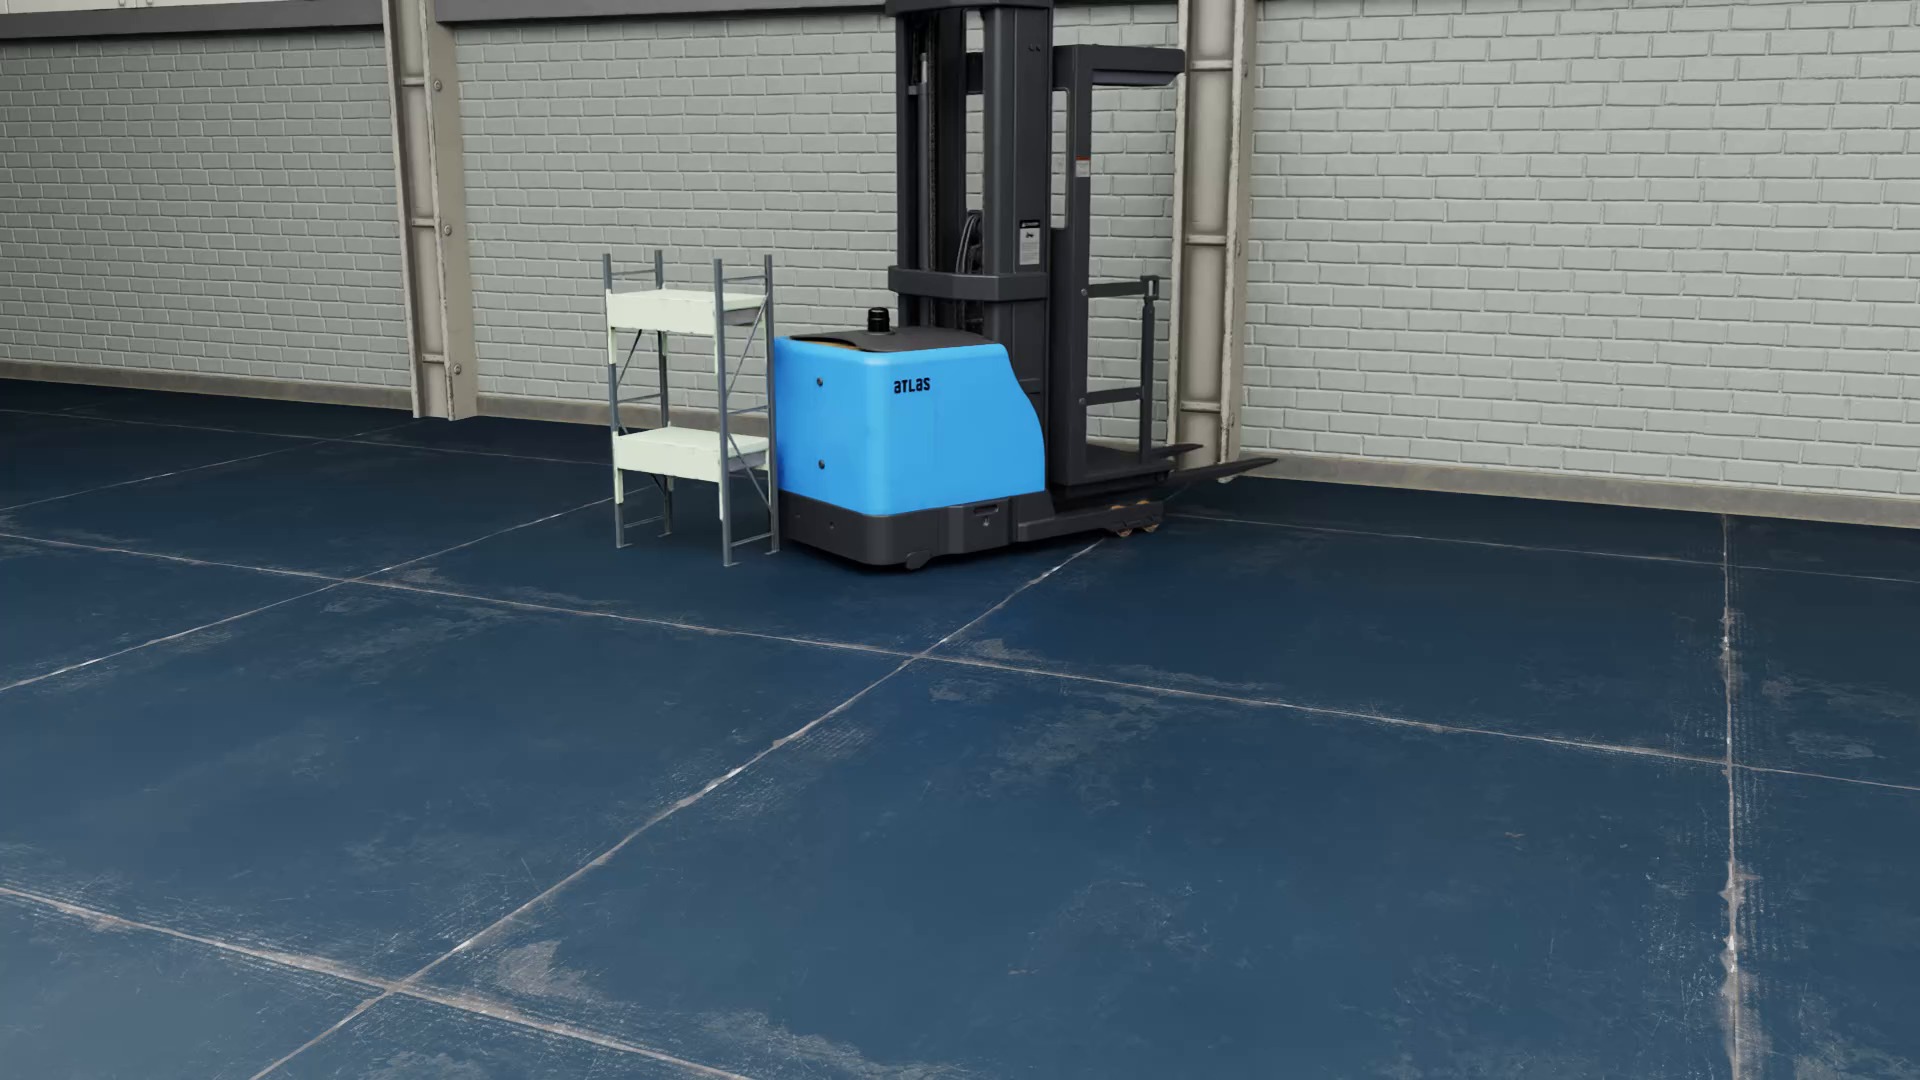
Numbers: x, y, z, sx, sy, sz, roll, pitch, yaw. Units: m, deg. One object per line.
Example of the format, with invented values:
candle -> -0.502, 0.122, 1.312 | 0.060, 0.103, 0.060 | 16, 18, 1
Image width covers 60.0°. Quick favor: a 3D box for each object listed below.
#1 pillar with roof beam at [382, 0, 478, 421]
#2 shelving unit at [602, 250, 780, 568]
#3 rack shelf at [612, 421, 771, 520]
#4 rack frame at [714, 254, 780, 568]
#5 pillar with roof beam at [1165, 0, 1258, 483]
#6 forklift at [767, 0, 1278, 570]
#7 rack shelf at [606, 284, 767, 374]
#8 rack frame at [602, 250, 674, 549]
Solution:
pillar with roof beam -> -5.705, -4.438, 7.971 | 0.400, 9.000, 9.100 | 6, 14, 23
shelving unit -> -1.346, -0.678, 8.361 | 0.755, 1.500, 0.431 | 9, 16, 33
rack shelf -> -1.346, -0.361, 8.436 | 0.720, 0.370, 0.431 | 9, 16, 33
rack frame -> -1.042, -0.632, 8.163 | 0.023, 1.500, 0.400 | 9, 16, 33
pillar with roof beam -> -0.219, -3.883, 5.605 | 0.400, 9.000, 9.100 | 6, 14, 23
forklift -> 0.476, -1.532, 8.868 | 3.031, 2.935, 1.130 | -10, 17, -37
rack shelf -> -1.346, -1.058, 8.272 | 0.720, 0.370, 0.431 | 9, 16, 33
rack frame -> -1.651, -0.724, 8.559 | 0.023, 1.500, 0.400 | 9, 16, 33
